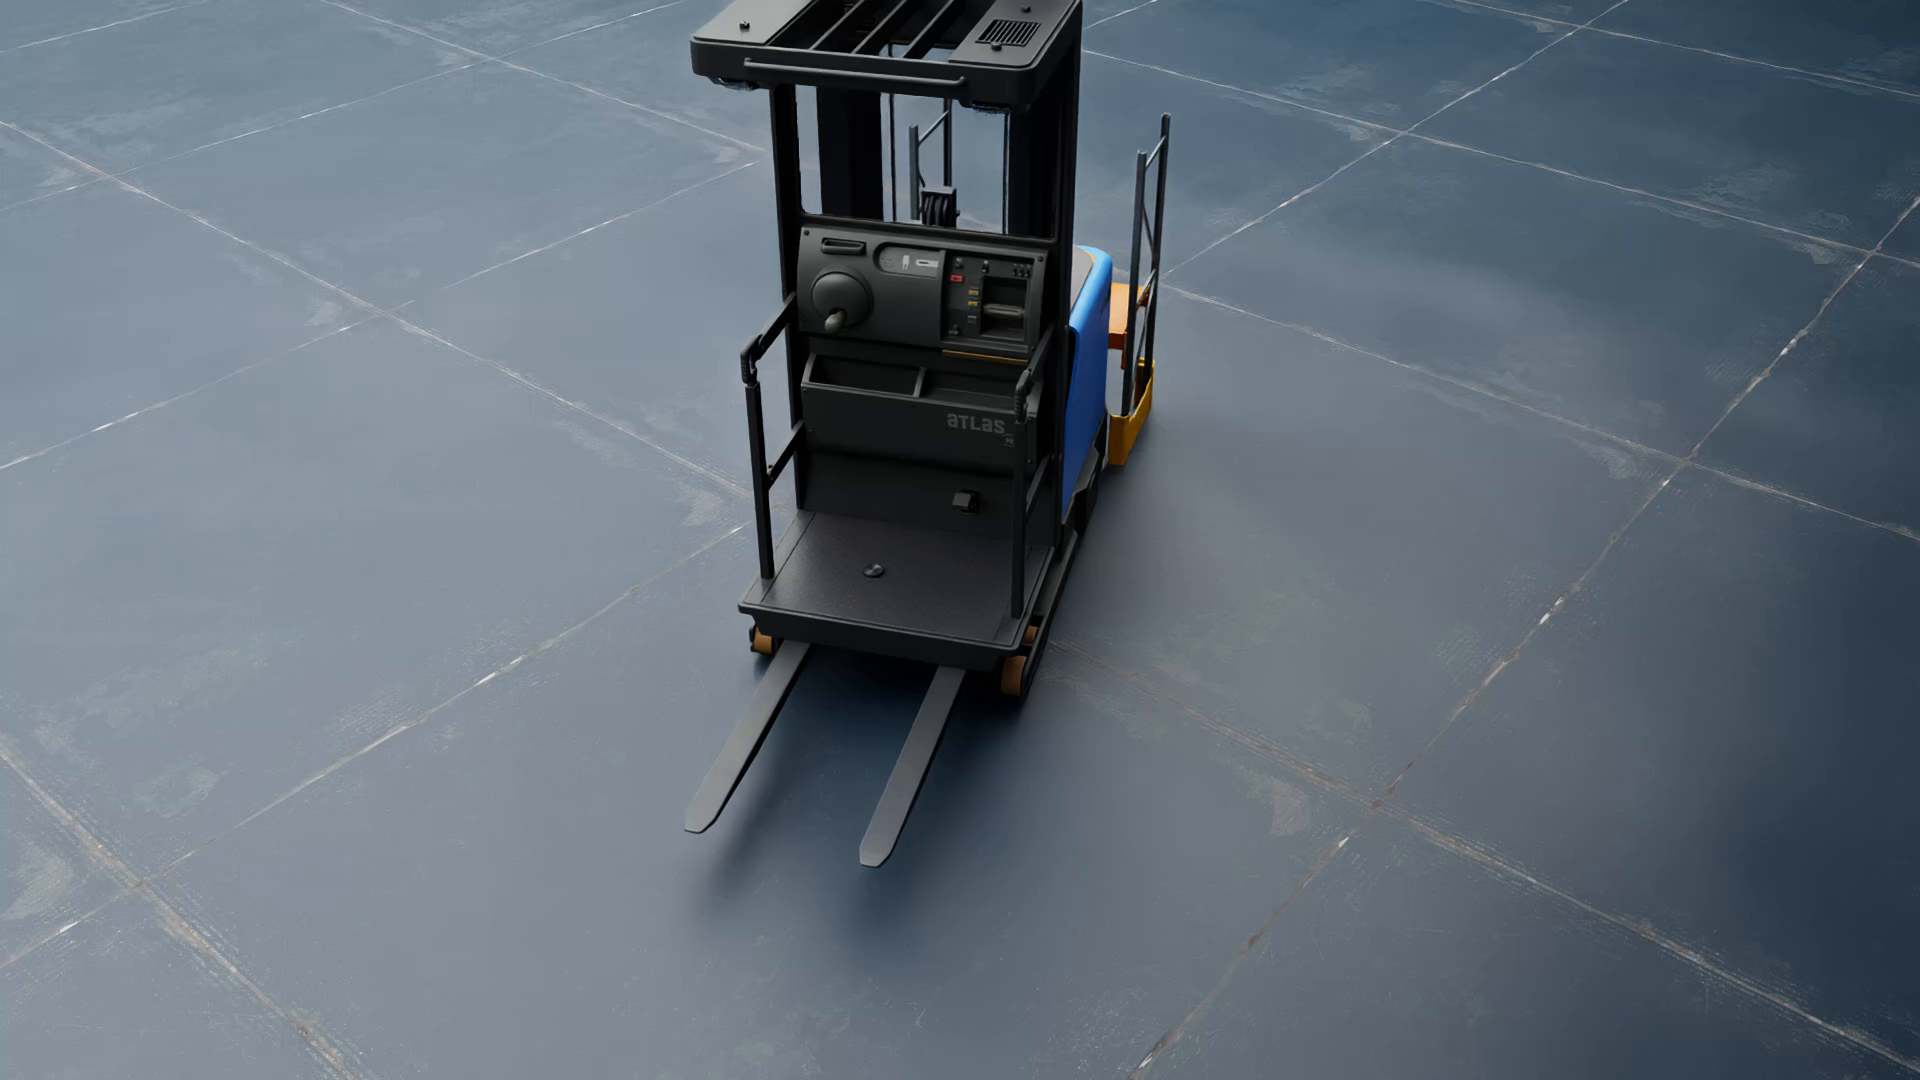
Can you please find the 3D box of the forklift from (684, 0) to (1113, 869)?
[{"bbox_3d":[-0.198,-0.851,5.900,1.130,2.935,3.031,9,35,12],"label":"forklift"}]

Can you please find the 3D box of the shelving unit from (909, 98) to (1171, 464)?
[{"bbox_3d":[0.346,-1.224,7.707,1.083,1.500,0.587,11,36,15],"label":"shelving unit"}]

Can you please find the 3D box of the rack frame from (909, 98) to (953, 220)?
[{"bbox_3d":[-0.127,-1.314,7.837,0.032,1.500,0.500,11,36,15],"label":"rack frame"}]

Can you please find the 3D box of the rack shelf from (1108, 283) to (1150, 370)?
[{"bbox_3d":[0.355,-1.074,7.806,1.000,0.185,0.538,11,36,15],"label":"rack shelf"}]

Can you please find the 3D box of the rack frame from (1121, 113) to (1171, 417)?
[{"bbox_3d":[0.837,-1.131,7.571,0.032,1.500,0.500,11,36,15],"label":"rack frame"}]

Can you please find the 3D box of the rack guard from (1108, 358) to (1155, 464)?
[{"bbox_3d":[0.818,-0.619,7.930,0.087,0.250,0.587,11,36,15],"label":"rack guard"}]
